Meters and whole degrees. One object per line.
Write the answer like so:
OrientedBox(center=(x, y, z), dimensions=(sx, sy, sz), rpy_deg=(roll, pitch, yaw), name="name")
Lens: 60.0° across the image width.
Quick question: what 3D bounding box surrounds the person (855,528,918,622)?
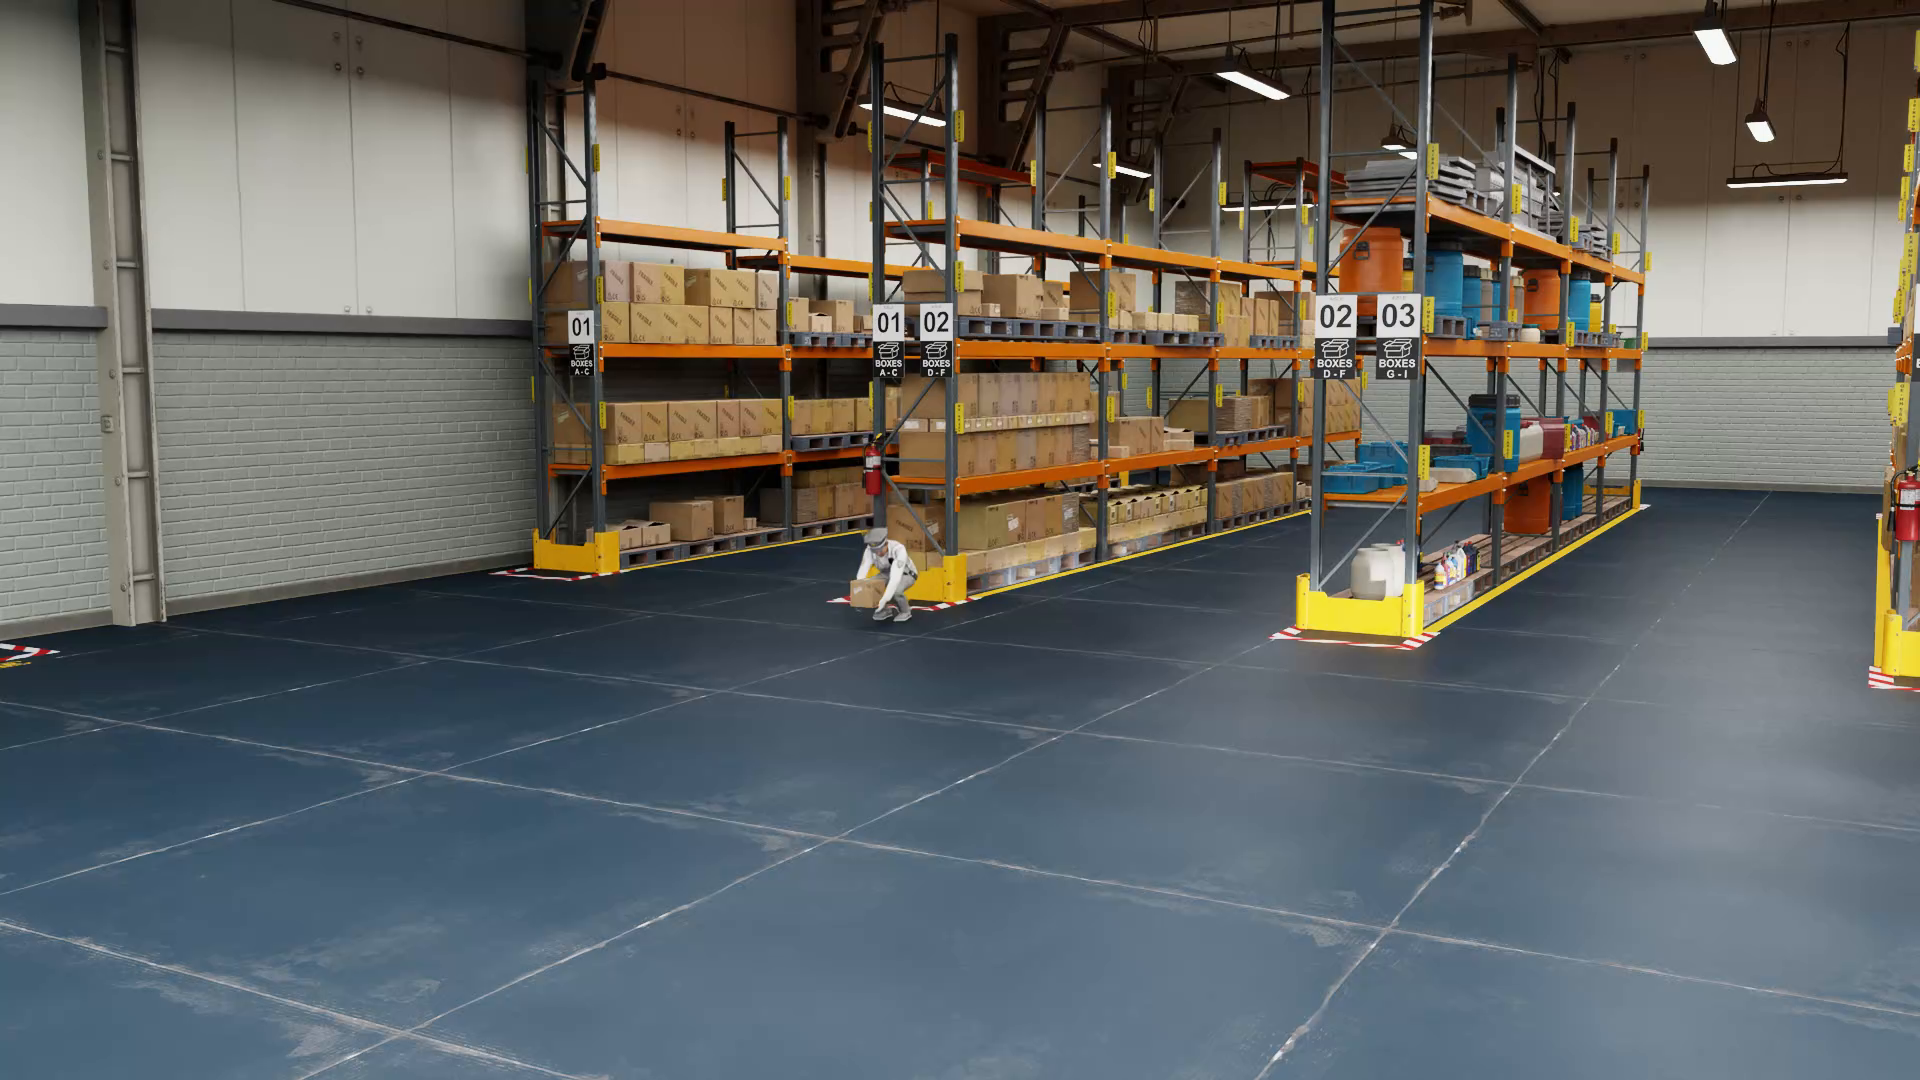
OrientedBox(center=(-0.722, 0.338, 16.545), dimensions=(0.495, 0.964, 0.825), rpy_deg=(3, 7, 29), name="person")
